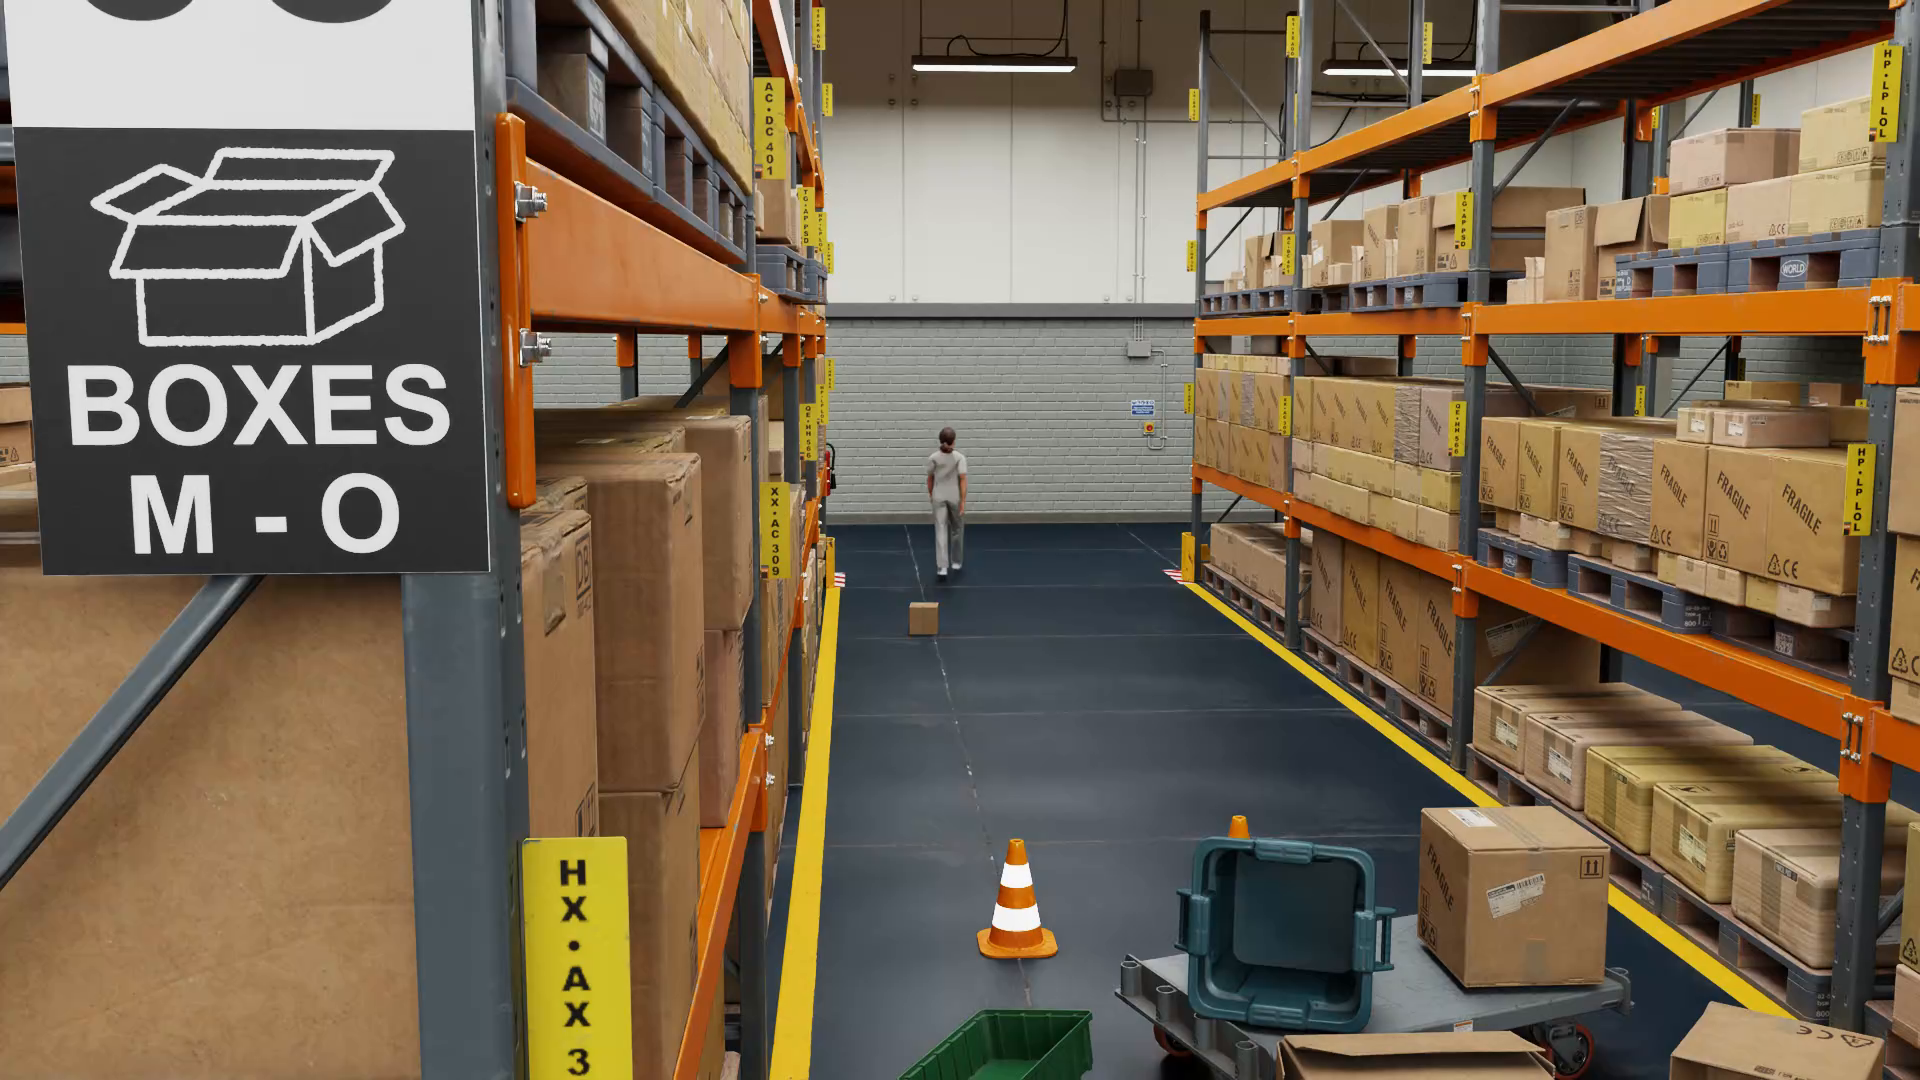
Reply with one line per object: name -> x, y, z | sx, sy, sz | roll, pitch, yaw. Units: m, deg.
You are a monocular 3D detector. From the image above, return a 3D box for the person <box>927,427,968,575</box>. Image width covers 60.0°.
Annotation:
person -> -0.136, -0.445, 18.322 | 0.454, 1.606, 1.038 | 0, 7, 2
